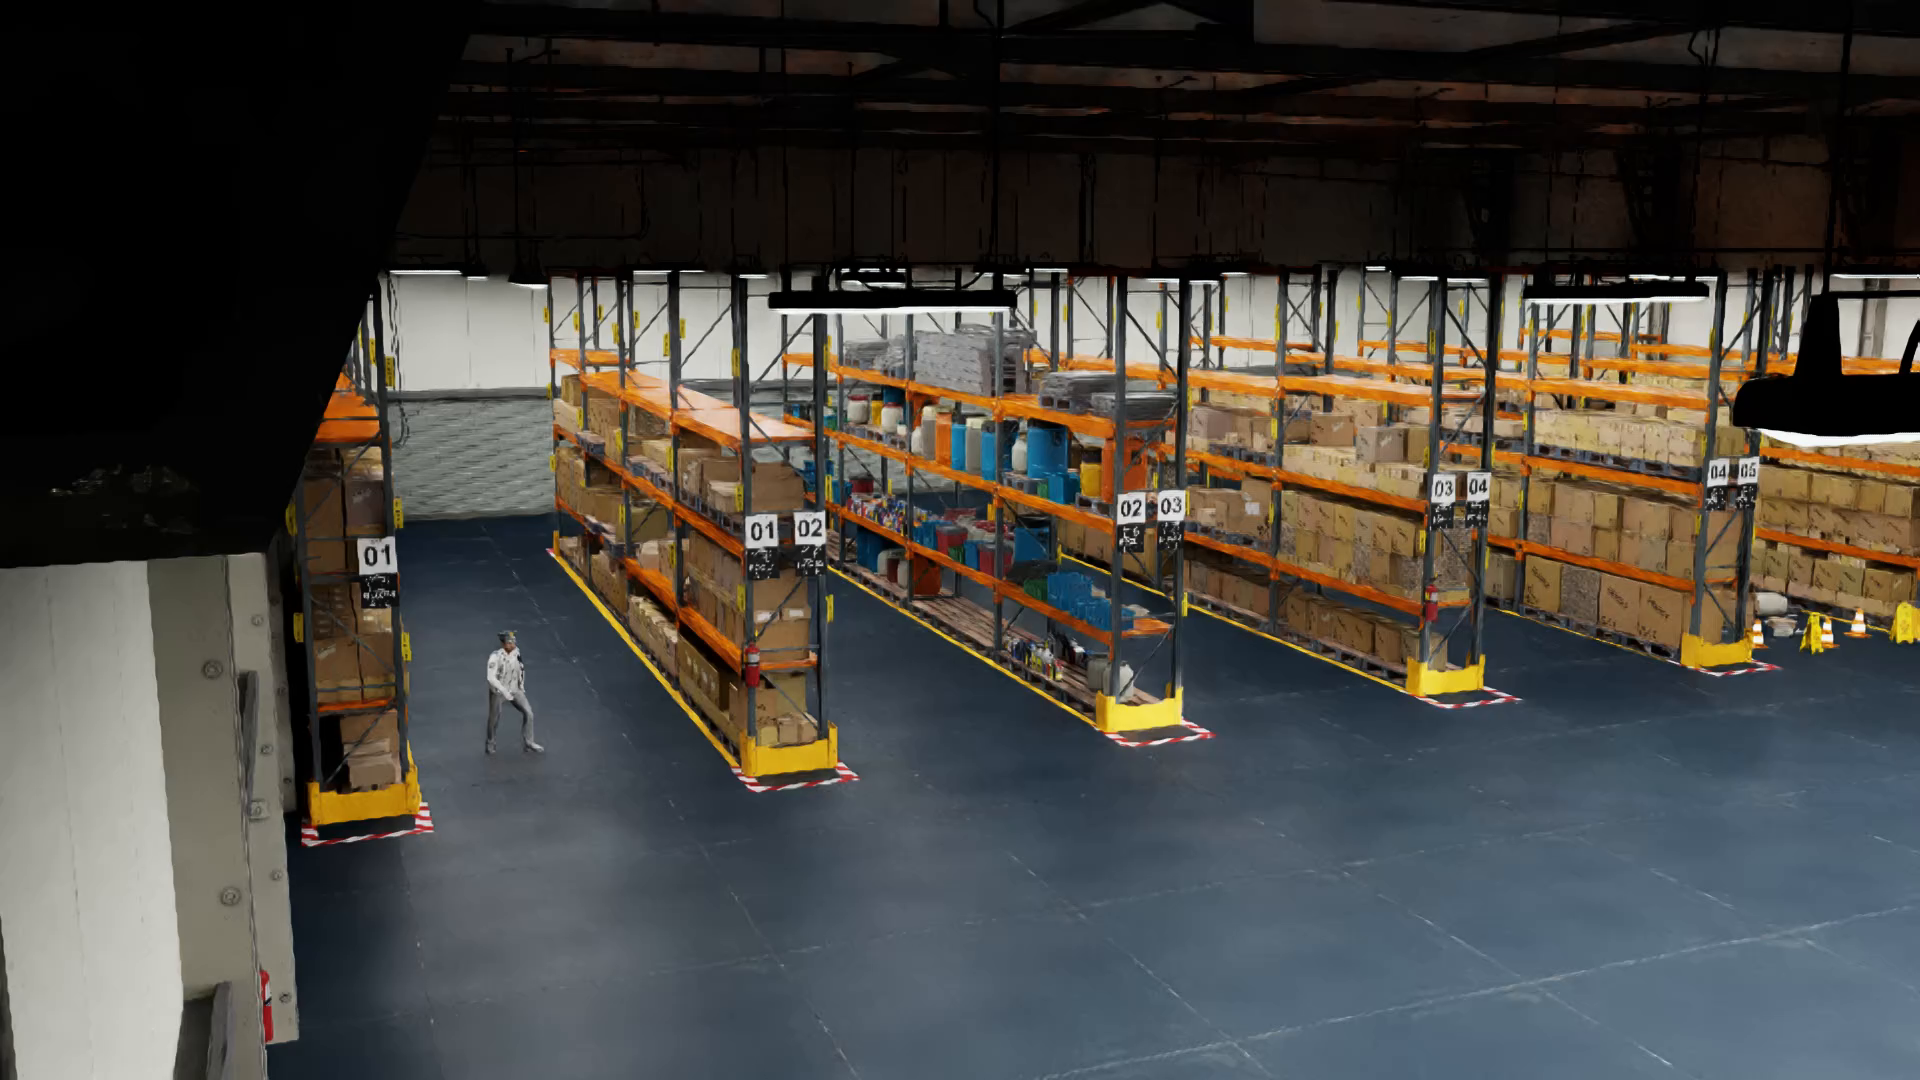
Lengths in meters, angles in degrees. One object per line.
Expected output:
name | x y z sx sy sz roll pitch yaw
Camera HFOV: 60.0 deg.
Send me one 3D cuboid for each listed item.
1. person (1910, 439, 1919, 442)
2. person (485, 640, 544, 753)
person | 16.406 -0.487 29.546 0.888 3.263 4.316 1 10 8
person | -5.725 1.928 21.020 0.620 1.588 0.735 -9 13 -42
